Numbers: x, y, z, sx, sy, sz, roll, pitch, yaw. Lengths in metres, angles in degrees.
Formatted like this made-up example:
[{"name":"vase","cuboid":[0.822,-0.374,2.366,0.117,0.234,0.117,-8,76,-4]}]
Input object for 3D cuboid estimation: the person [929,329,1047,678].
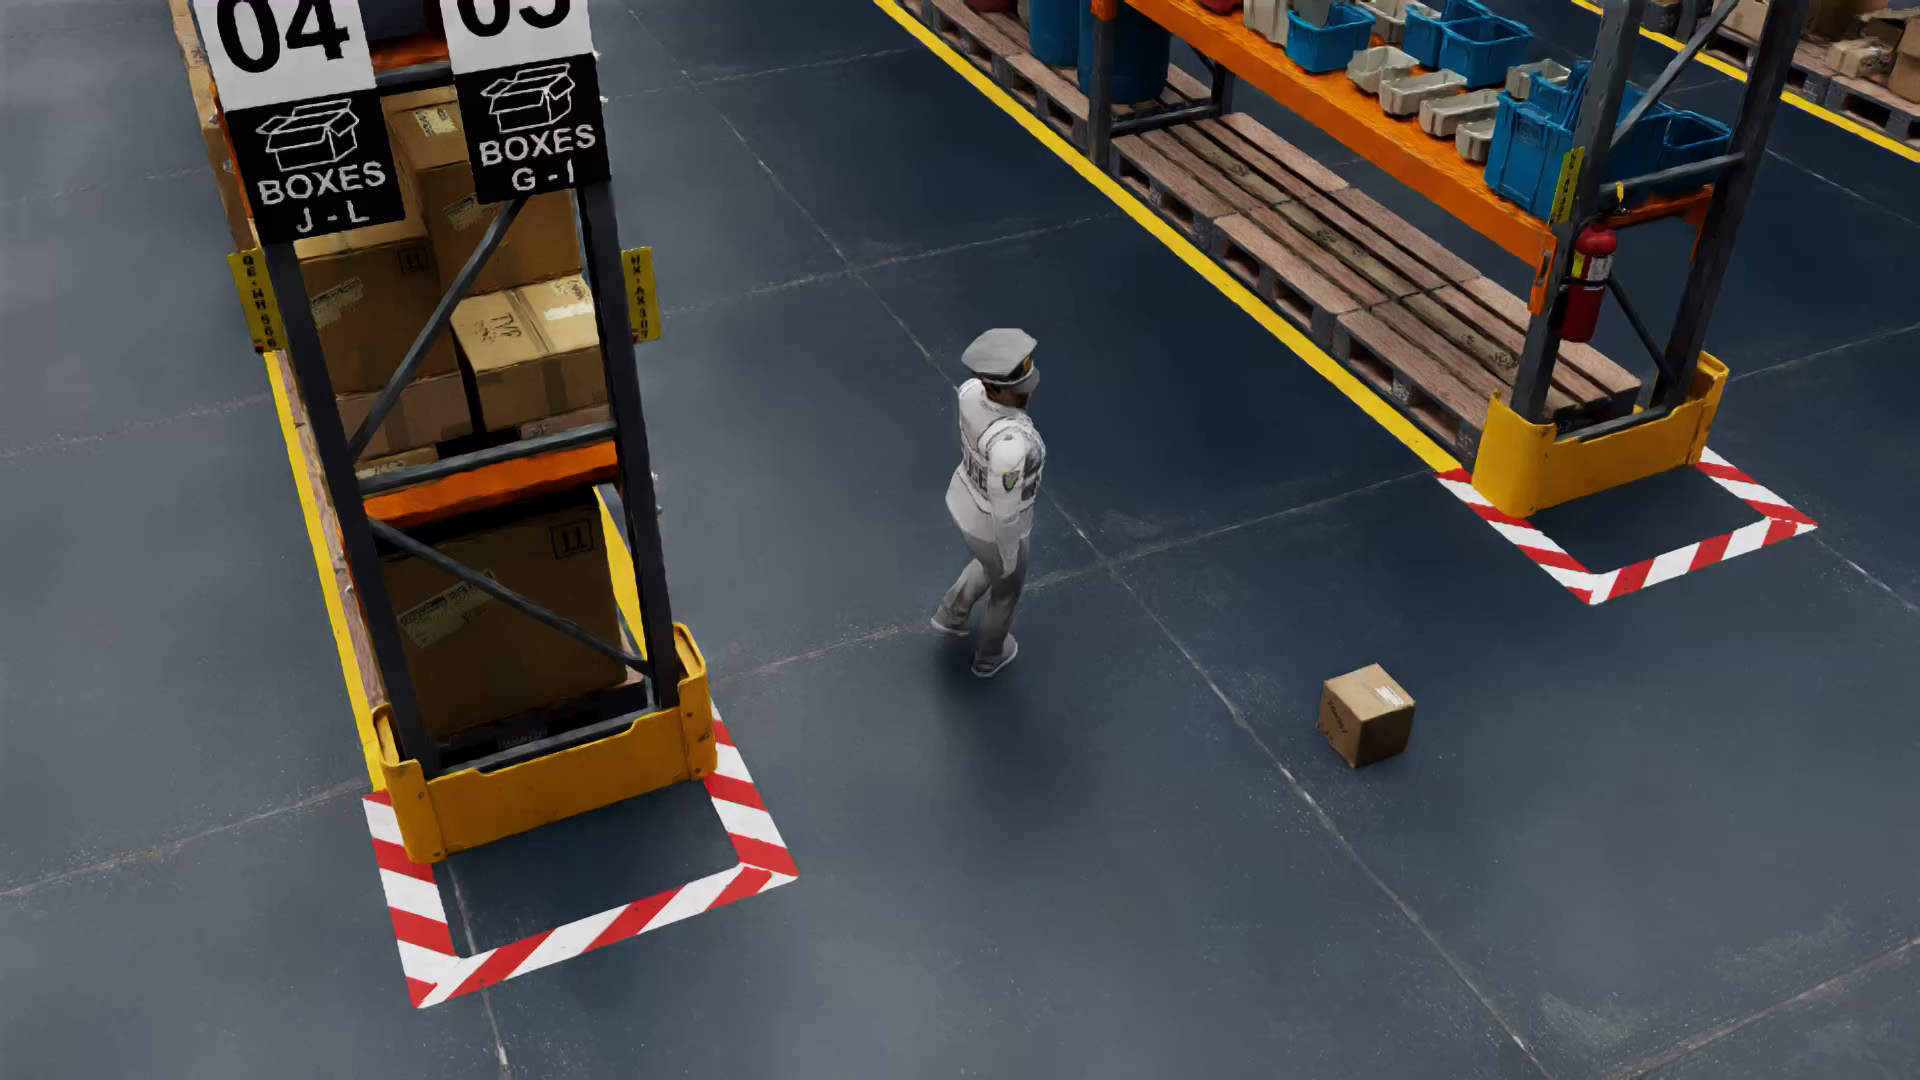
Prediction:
[{"name":"person","cuboid":[0.139,-0.103,6.297,0.407,1.658,0.626,-16,40,-19]}]
